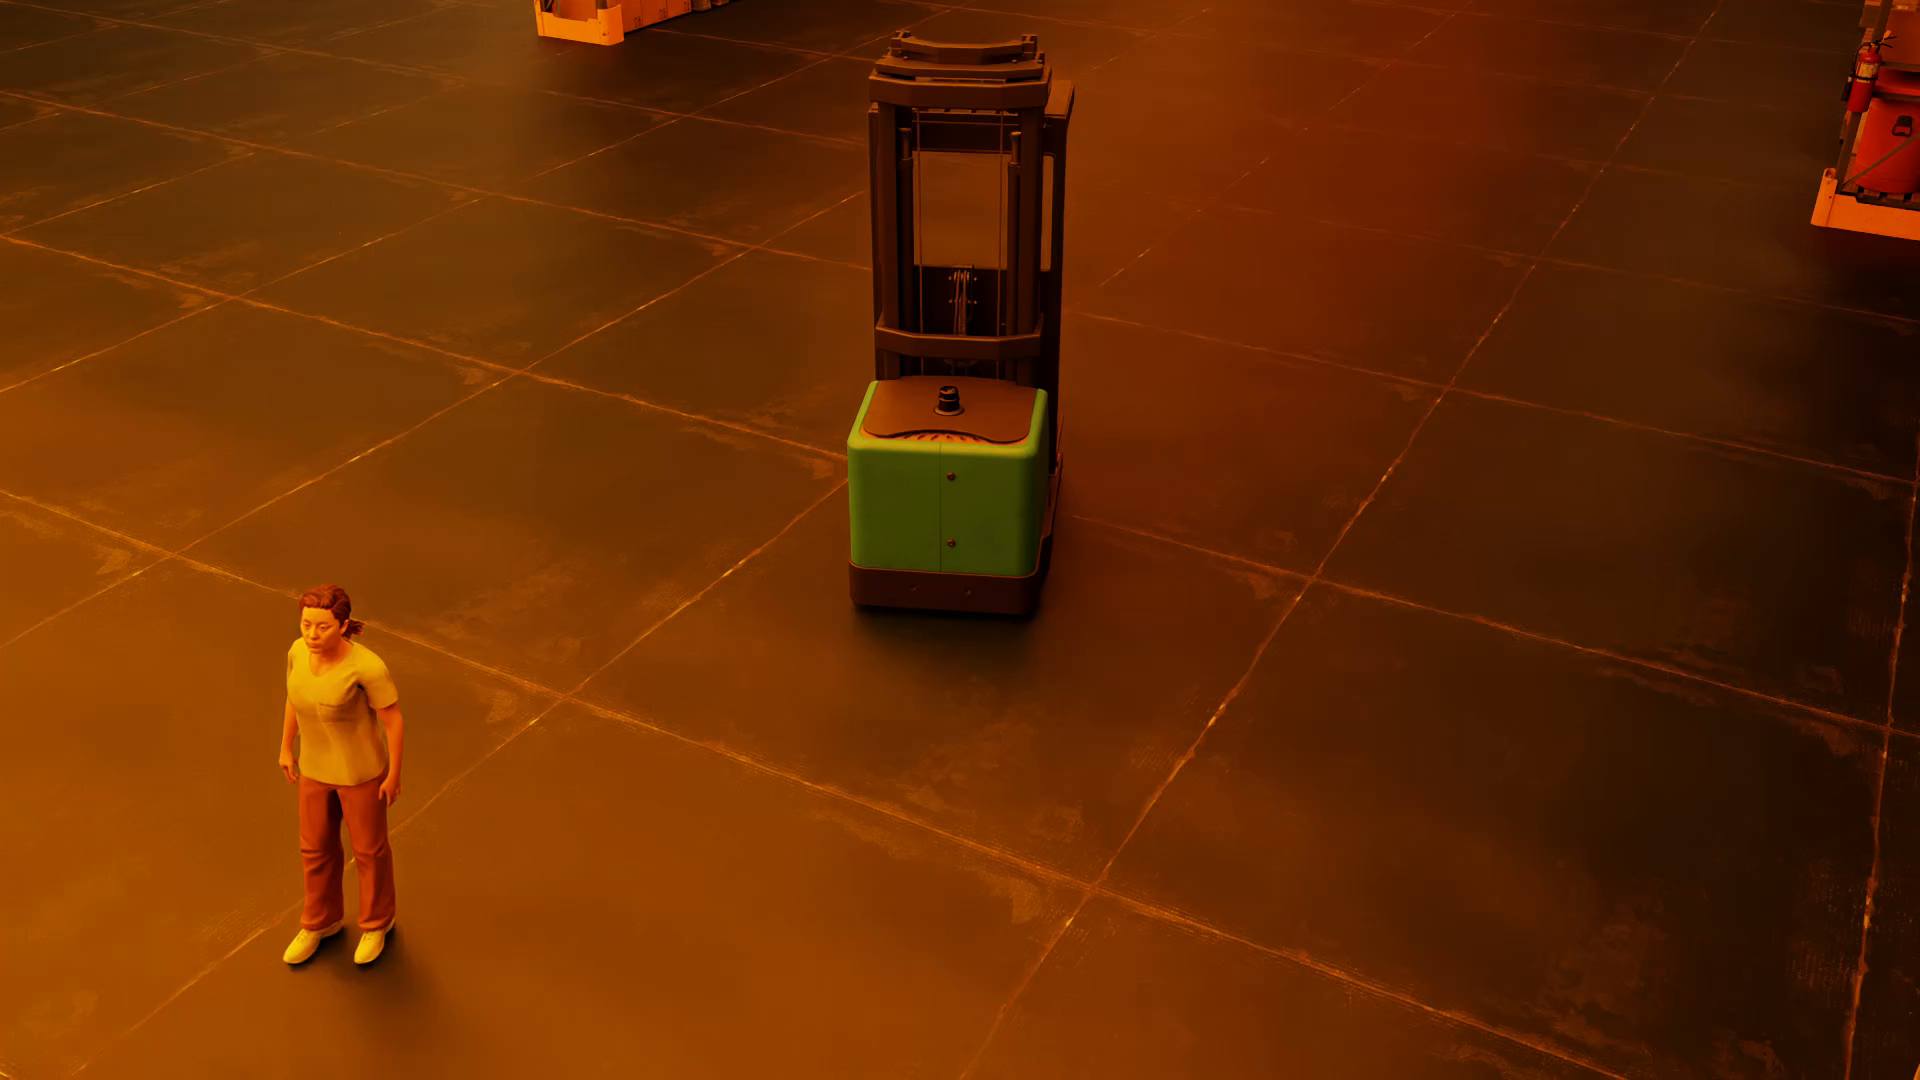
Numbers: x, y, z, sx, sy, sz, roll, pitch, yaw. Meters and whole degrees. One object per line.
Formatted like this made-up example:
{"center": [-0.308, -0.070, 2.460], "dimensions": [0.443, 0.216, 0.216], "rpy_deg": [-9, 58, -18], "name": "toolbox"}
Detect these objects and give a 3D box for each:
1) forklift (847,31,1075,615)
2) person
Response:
{"center": [0.072, -1.572, 9.794], "dimensions": [1.130, 2.935, 3.031], "rpy_deg": [3, 30, 6], "name": "forklift"}
{"center": [-2.505, 1.074, 6.707], "dimensions": [0.538, 1.432, 0.501], "rpy_deg": [8, 31, 14], "name": "person"}
